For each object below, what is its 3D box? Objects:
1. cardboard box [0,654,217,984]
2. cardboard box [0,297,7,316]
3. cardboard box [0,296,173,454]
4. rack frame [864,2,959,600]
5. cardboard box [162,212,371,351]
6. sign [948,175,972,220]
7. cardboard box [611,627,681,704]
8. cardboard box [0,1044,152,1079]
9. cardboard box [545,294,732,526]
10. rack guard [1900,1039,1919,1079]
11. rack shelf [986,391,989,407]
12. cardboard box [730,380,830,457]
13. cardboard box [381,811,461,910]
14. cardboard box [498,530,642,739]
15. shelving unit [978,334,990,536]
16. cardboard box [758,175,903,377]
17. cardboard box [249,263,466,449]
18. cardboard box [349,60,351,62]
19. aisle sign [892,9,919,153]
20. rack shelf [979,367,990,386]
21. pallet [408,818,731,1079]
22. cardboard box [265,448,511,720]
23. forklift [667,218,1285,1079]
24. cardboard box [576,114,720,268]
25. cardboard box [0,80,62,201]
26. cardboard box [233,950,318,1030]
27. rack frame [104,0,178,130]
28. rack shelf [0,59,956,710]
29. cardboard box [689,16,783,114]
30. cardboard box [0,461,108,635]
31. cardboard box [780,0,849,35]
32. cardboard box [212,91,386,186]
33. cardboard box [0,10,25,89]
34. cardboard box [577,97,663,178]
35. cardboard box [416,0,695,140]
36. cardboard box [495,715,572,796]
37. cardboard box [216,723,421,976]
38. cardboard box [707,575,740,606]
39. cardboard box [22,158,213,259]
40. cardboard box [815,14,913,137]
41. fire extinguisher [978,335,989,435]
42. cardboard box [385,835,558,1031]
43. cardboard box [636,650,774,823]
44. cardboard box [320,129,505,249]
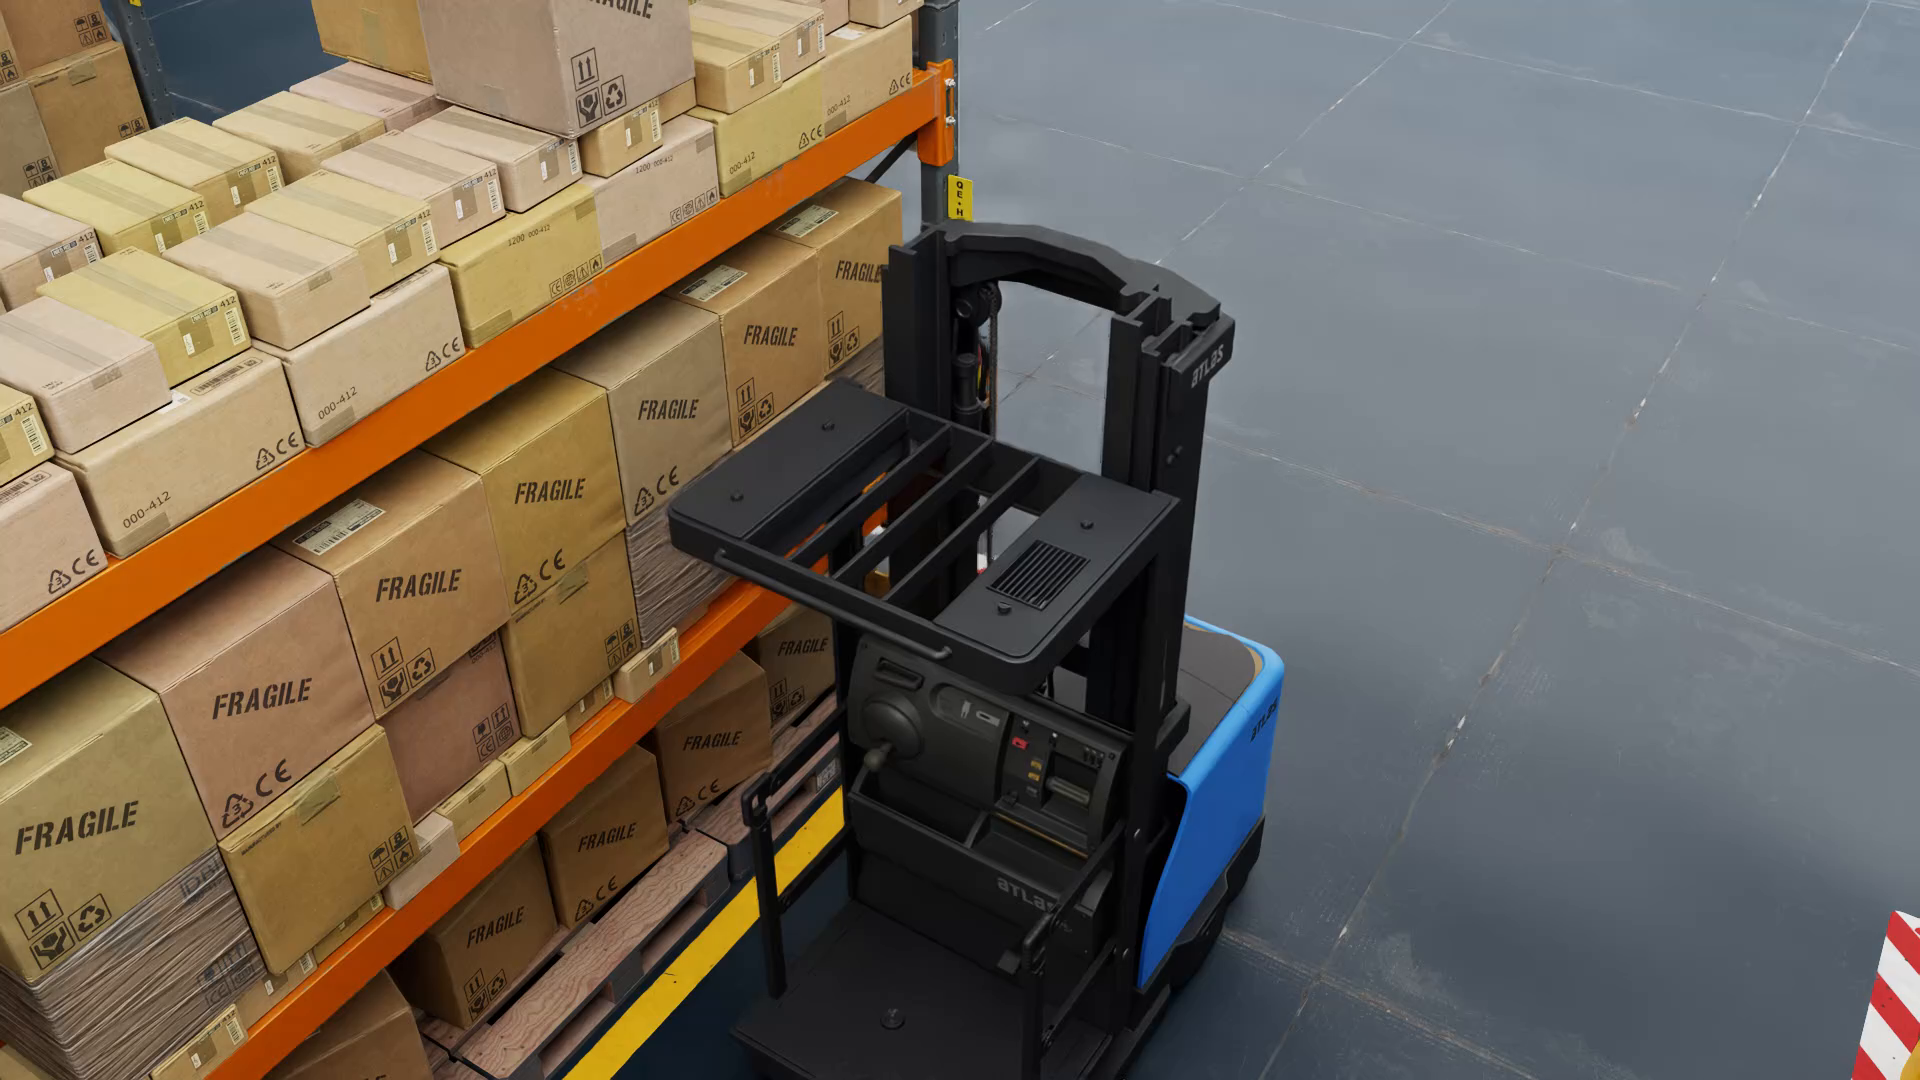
[{"bbox_3d":[-2.144,0.588,3.826,0.500,0.500,0.500,21,42,25],"label":"cardboard box"},{"bbox_3d":[-2.388,-0.524,3.752,0.380,0.149,0.250,19,42,23],"label":"cardboard box"},{"bbox_3d":[-1.917,-0.356,3.534,0.380,0.149,0.250,21,43,25],"label":"cardboard box"},{"bbox_3d":[-0.457,-0.772,6.734,1.000,3.000,0.127,21,42,25],"label":"rack frame"},{"bbox_3d":[-1.606,-0.605,3.857,0.380,0.149,0.250,20,42,24],"label":"cardboard box"},{"bbox_3d":[0.001,-1.164,6.035,0.100,0.325,0.005,21,42,25],"label":"sign"},{"bbox_3d":[-1.150,0.349,5.485,0.380,0.149,0.250,21,42,25],"label":"cardboard box"},{"bbox_3d":[-2.231,1.377,4.152,0.380,0.149,0.250,21,42,25],"label":"cardboard box"},{"bbox_3d":[-1.076,-0.445,5.165,0.500,0.500,0.500,21,42,25],"label":"cardboard box"},{"bbox_3d":[3.724,1.893,5.325,1.175,0.500,0.348,21,42,25],"label":"rack guard"},{"bbox_3d":[0.008,-0.638,7.714,0.258,0.103,0.180,21,42,25],"label":"rack shelf"},{"bbox_3d":[-0.941,-0.358,5.871,0.875,0.500,0.500,21,42,25],"label":"cardboard box"},{"bbox_3d":[-1.681,0.867,4.814,0.380,0.149,0.250,21,42,25],"label":"cardboard box"},{"bbox_3d":[-1.524,0.140,5.226,0.875,0.500,0.500,21,42,25],"label":"cardboard box"},{"bbox_3d":[0.008,-0.483,7.833,0.258,1.200,0.189,21,42,25],"label":"shelving unit"},{"bbox_3d":[-0.543,-0.961,5.835,0.500,0.500,0.500,21,42,25],"label":"cardboard box"},{"bbox_3d":[-1.588,-0.514,4.065,0.500,0.250,0.500,19,42,23],"label":"cardboard box"},{"bbox_3d":[-1.525,-1.333,4.801,0.380,0.149,0.250,19,42,23],"label":"cardboard box"},{"bbox_3d":[-0.171,-1.736,5.855,0.394,0.787,0.004,21,42,25],"label":"aisle sign"},{"bbox_3d":[0.008,-0.733,7.640,0.258,0.103,0.180,21,42,25],"label":"rack shelf"},{"bbox_3d":[-1.617,1.405,6.194,1.003,0.211,1.213,21,42,25],"label":"pallet"},{"bbox_3d":[-1.609,0.072,4.495,0.500,0.500,0.500,21,42,25],"label":"cardboard box"},{"bbox_3d":[-0.057,0.683,4.903,1.130,2.935,3.031,22,43,26],"label":"forklift"},{"bbox_3d":[-1.048,-1.049,4.760,0.500,0.250,0.500,22,43,26],"label":"cardboard box"},{"bbox_3d":[-5.028,-2.009,8.216,0.875,0.550,0.550,21,42,25],"label":"cardboard box"},{"bbox_3d":[-1.975,1.114,4.493,0.380,0.149,0.250,21,42,25],"label":"cardboard box"},{"bbox_3d":[-4.591,-2.447,8.906,1.000,3.000,0.127,21,42,25],"label":"rack frame"},{"bbox_3d":[-1.529,-0.644,4.701,1.077,0.370,4.000,21,42,25],"label":"rack shelf"},{"bbox_3d":[-0.749,-1.403,4.893,0.380,0.149,0.250,21,43,25],"label":"cardboard box"},{"bbox_3d":[-2.143,0.013,3.382,0.500,0.250,0.500,20,42,23],"label":"cardboard box"},{"bbox_3d":[-0.581,-1.718,5.300,0.380,0.149,0.250,20,42,24],"label":"cardboard box"},{"bbox_3d":[-1.749,-1.050,4.434,0.380,0.149,0.250,20,42,24],"label":"cardboard box"},{"bbox_3d":[-5.039,-2.441,7.892,0.875,0.550,0.550,21,42,25],"label":"cardboard box"},{"bbox_3d":[-1.046,-1.145,4.557,0.380,0.149,0.250,19,42,23],"label":"cardboard box"},{"bbox_3d":[-1.074,-1.434,4.401,0.500,0.500,0.500,21,42,25],"label":"cardboard box"},{"bbox_3d":[-1.439,0.599,5.161,0.380,0.149,0.250,21,42,25],"label":"cardboard box"},{"bbox_3d":[-2.009,0.675,4.532,0.875,0.500,0.500,21,42,25],"label":"cardboard box"},{"bbox_3d":[-0.976,0.055,5.867,0.380,0.149,0.250,21,42,25],"label":"cardboard box"},{"bbox_3d":[-2.062,-0.784,4.089,0.380,0.149,0.250,23,43,27],"label":"cardboard box"},{"bbox_3d":[-0.501,-1.569,5.434,0.500,0.250,0.500,22,43,26],"label":"cardboard box"},{"bbox_3d":[-0.007,-0.650,6.639,0.296,0.674,0.183,21,42,25],"label":"fire extinguisher"},{"bbox_3d":[-1.785,1.277,5.780,0.500,0.500,0.500,17,41,21],"label":"cardboard box"},{"bbox_3d":[-1.097,0.687,6.544,0.500,0.500,0.500,-29,46,-32],"label":"cardboard box"},{"bbox_3d":[-1.390,-0.892,4.229,0.380,0.149,0.250,22,43,26],"label":"cardboard box"}]
